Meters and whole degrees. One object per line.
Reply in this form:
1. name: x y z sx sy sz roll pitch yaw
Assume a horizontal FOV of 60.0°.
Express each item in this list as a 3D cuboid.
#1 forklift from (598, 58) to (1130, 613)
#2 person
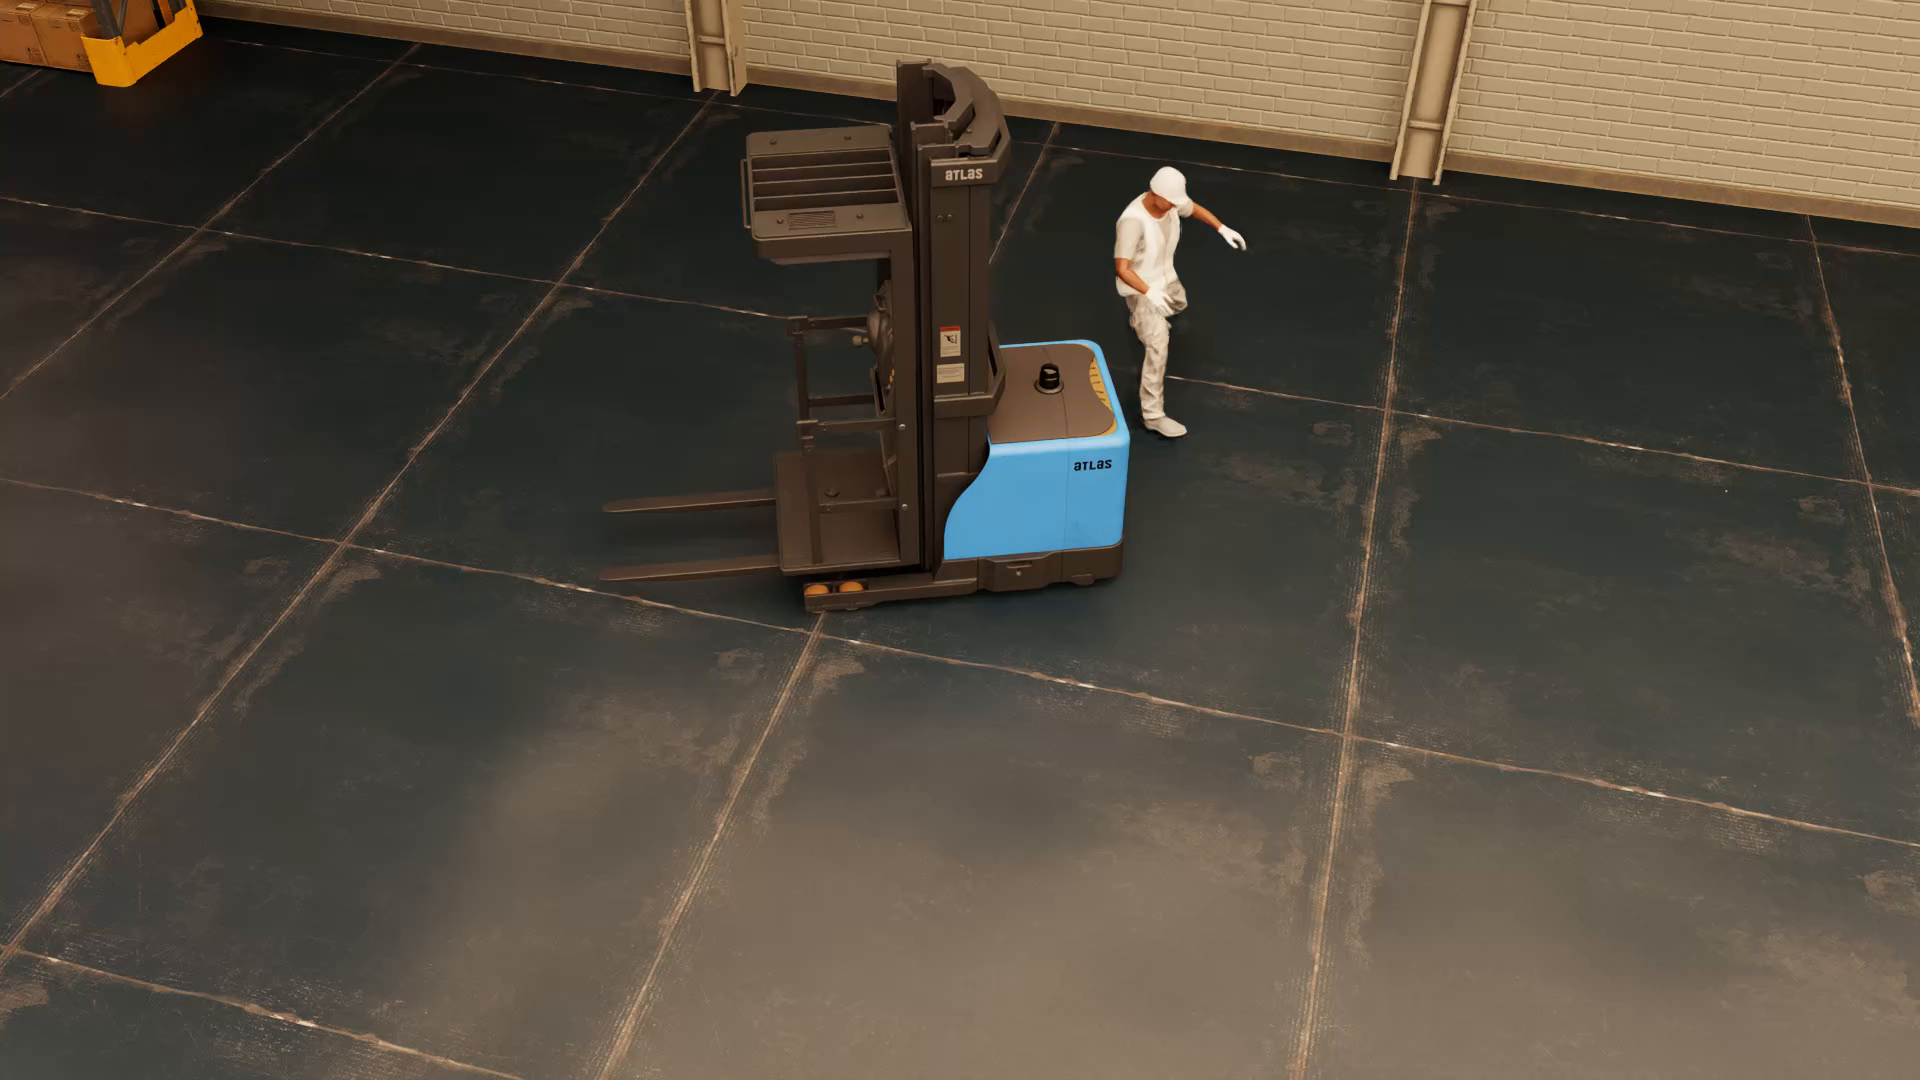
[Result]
1. forklift: -0.604 -1.052 9.062 3.031 2.935 1.130 -5 41 -5
2. person: 1.363 -1.695 10.826 1.020 1.586 1.140 27 48 27
